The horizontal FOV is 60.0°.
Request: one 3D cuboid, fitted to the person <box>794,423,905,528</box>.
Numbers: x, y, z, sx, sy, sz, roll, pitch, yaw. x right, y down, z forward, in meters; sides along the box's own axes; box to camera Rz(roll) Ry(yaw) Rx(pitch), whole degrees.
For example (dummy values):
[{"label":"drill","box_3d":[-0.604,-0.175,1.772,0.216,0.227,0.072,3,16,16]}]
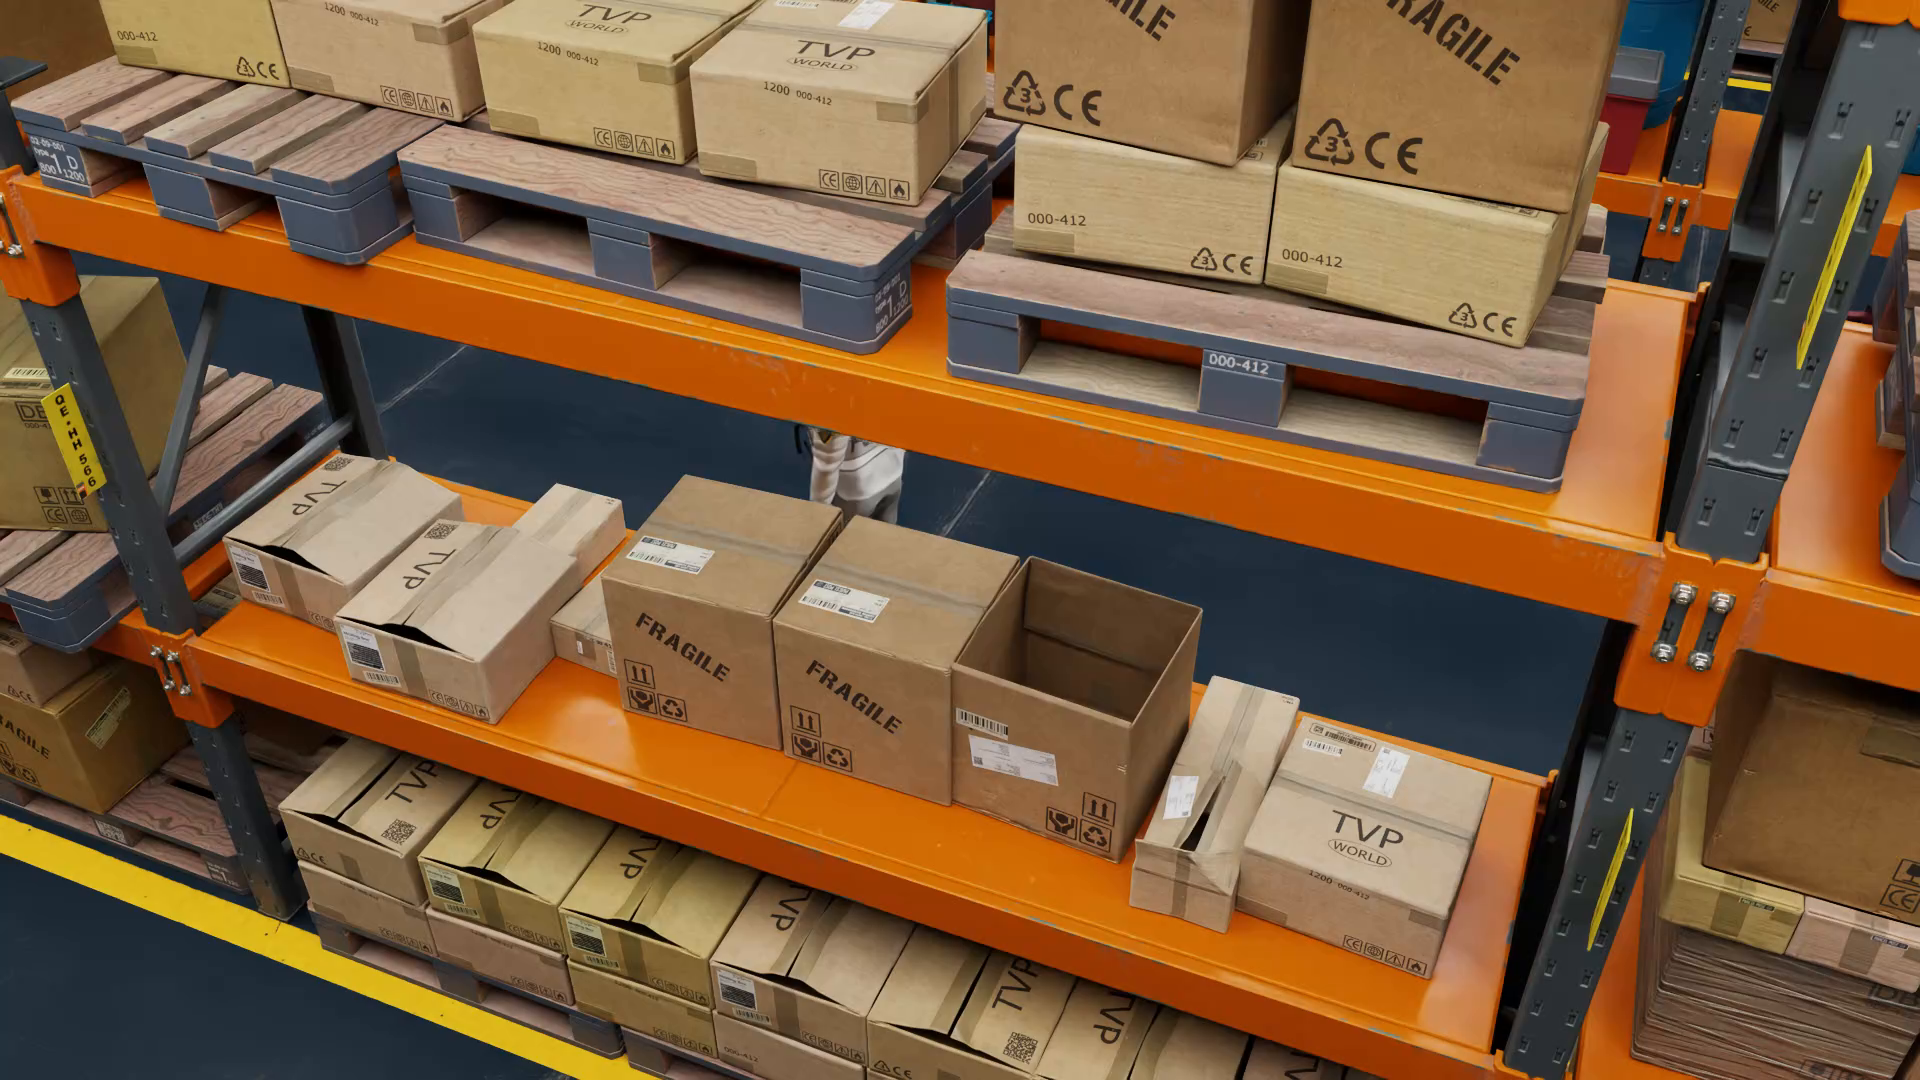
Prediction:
[{"label":"person","box_3d":[-0.414,-0.215,6.395,0.357,1.672,0.517,25,44,29]}]
